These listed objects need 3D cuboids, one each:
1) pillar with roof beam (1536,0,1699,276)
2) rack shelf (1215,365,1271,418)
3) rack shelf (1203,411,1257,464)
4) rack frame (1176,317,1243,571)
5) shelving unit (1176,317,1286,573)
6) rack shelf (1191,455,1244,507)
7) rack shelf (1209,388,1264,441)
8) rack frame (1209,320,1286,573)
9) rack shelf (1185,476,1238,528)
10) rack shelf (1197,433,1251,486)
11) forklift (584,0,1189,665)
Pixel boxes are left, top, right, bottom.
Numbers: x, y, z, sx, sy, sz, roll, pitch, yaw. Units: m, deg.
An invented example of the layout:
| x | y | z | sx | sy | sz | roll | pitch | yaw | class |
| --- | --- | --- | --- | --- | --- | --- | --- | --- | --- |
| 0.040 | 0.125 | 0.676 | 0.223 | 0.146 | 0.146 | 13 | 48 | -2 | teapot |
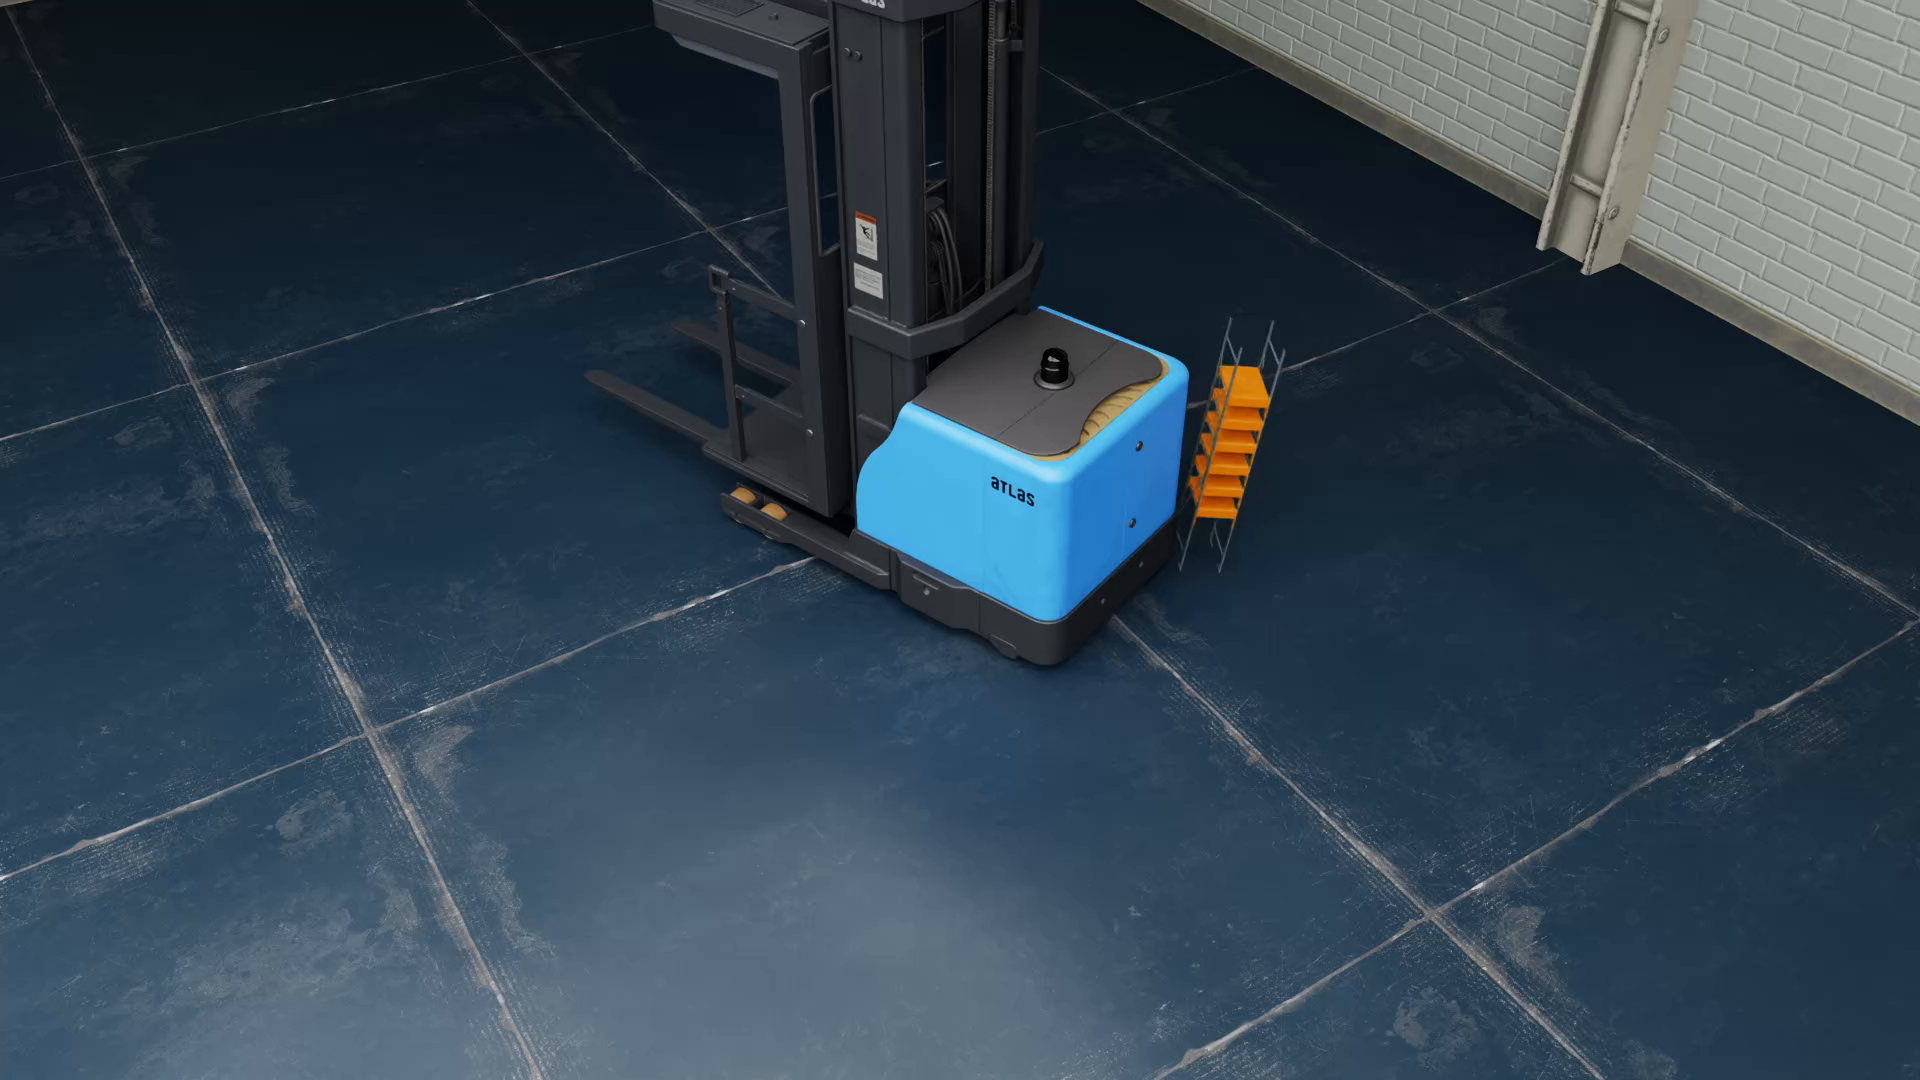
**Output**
| x | y | z | sx | sy | sz | roll | pitch | yaw | class |
| --- | --- | --- | --- | --- | --- | --- | --- | --- | --- |
| 0.006 | -3.656 | 5.108 | 9.100 | 9.000 | 0.400 | -22 | 45 | -24 | pillar with roof beam |
| 1.199 | -0.636 | 7.075 | 0.180 | 0.103 | 0.258 | 3 | 39 | -8 | rack shelf |
| 1.168 | -0.452 | 7.225 | 0.180 | 0.103 | 0.258 | 3 | 39 | -8 | rack shelf |
| 1.068 | -0.399 | 7.260 | 0.006 | 1.200 | 0.240 | 3 | 39 | -8 | rack frame |
| 1.159 | -0.393 | 7.272 | 0.189 | 1.200 | 0.258 | 3 | 39 | -8 | shelving unit |
| 1.138 | -0.267 | 7.375 | 0.180 | 0.103 | 0.258 | 3 | 39 | -8 | rack shelf |
| 1.183 | -0.544 | 7.150 | 0.180 | 0.103 | 0.258 | 3 | 39 | -8 | rack shelf |
| 1.249 | -0.388 | 7.284 | 0.006 | 1.200 | 0.240 | 3 | 39 | -8 | rack frame |
| 1.123 | -0.175 | 7.451 | 0.180 | 0.103 | 0.258 | 3 | 39 | -8 | rack shelf |
| 1.153 | -0.359 | 7.300 | 0.180 | 0.103 | 0.258 | 3 | 39 | -8 | rack shelf |
| -0.500 | -1.371 | 7.106 | 3.031 | 2.935 | 1.130 | 26 | 46 | 28 | forklift |
